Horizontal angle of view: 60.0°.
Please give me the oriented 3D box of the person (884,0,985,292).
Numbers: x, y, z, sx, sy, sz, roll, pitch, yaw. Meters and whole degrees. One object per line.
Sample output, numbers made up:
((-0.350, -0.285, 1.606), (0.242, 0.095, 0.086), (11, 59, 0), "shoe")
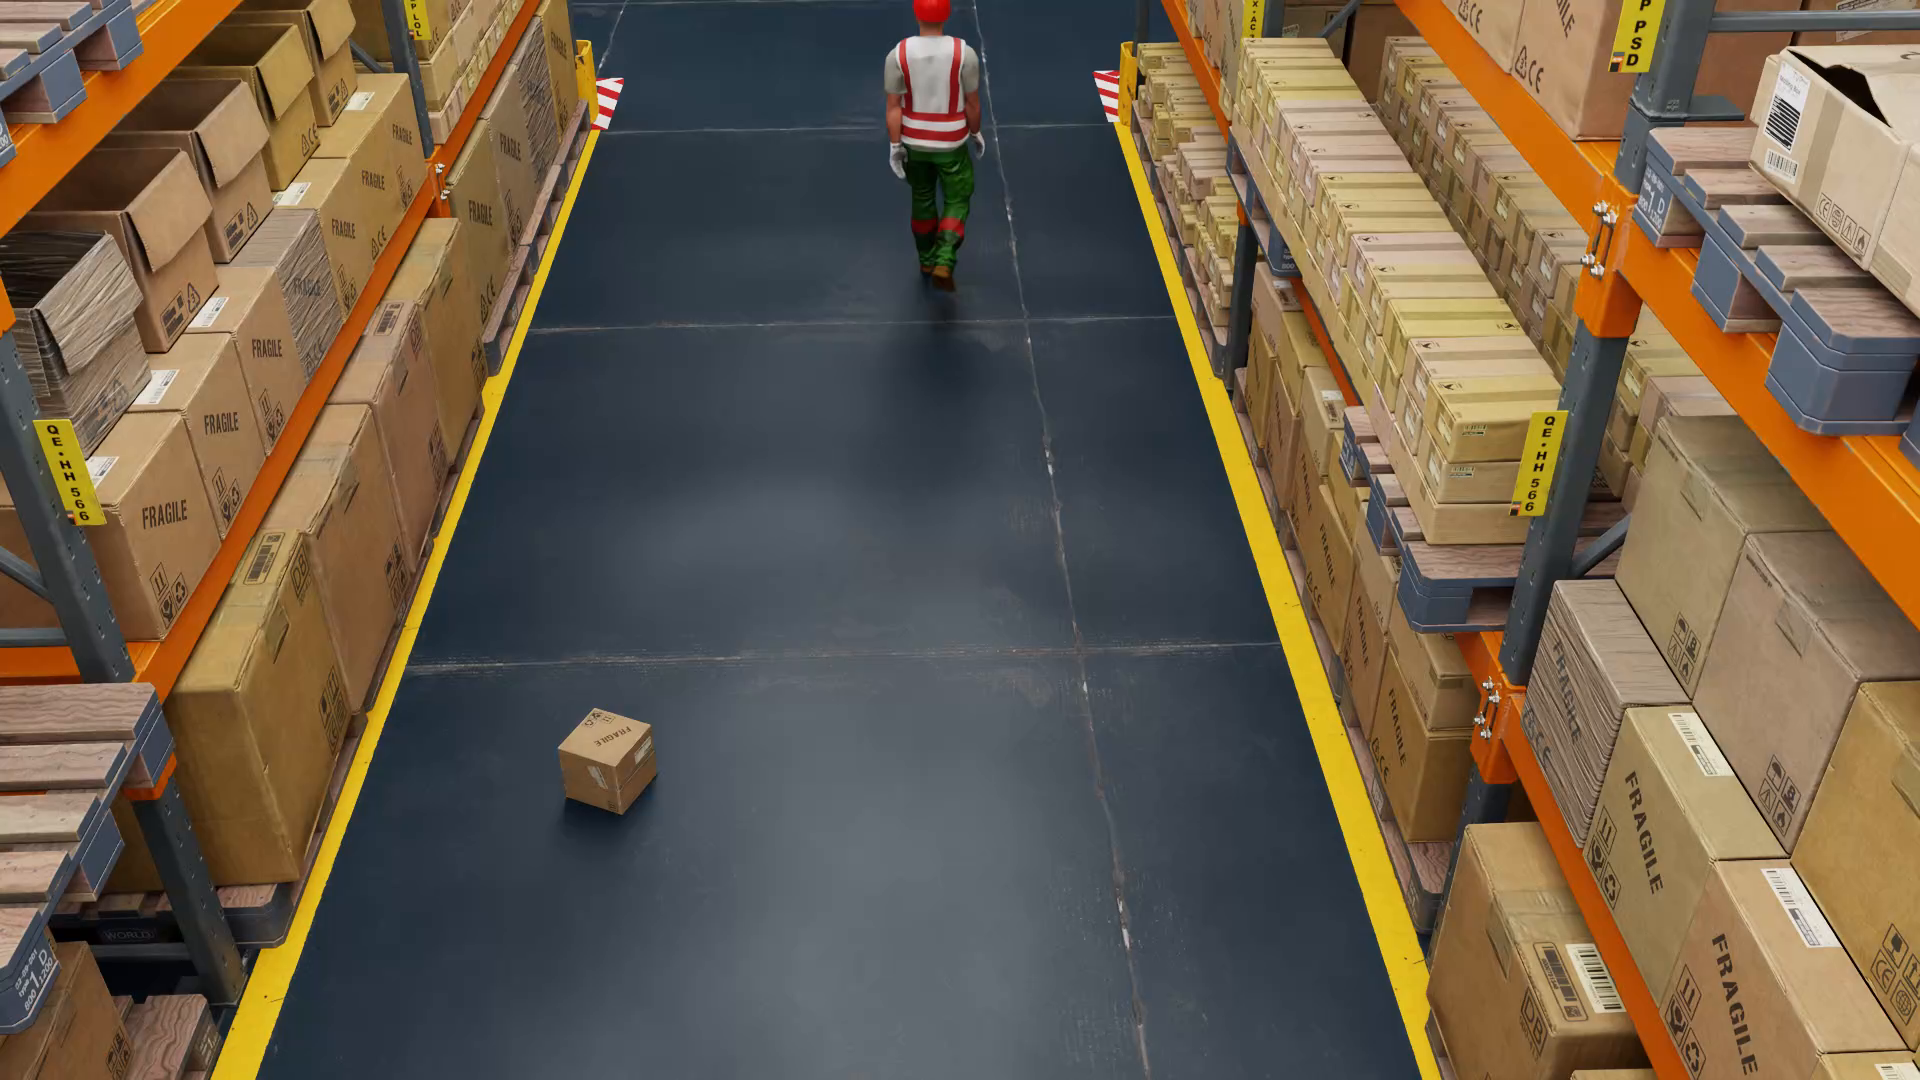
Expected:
((-0.139, -2.229, 9.306), (0.532, 1.763, 0.860), (5, 35, 7), "person")
